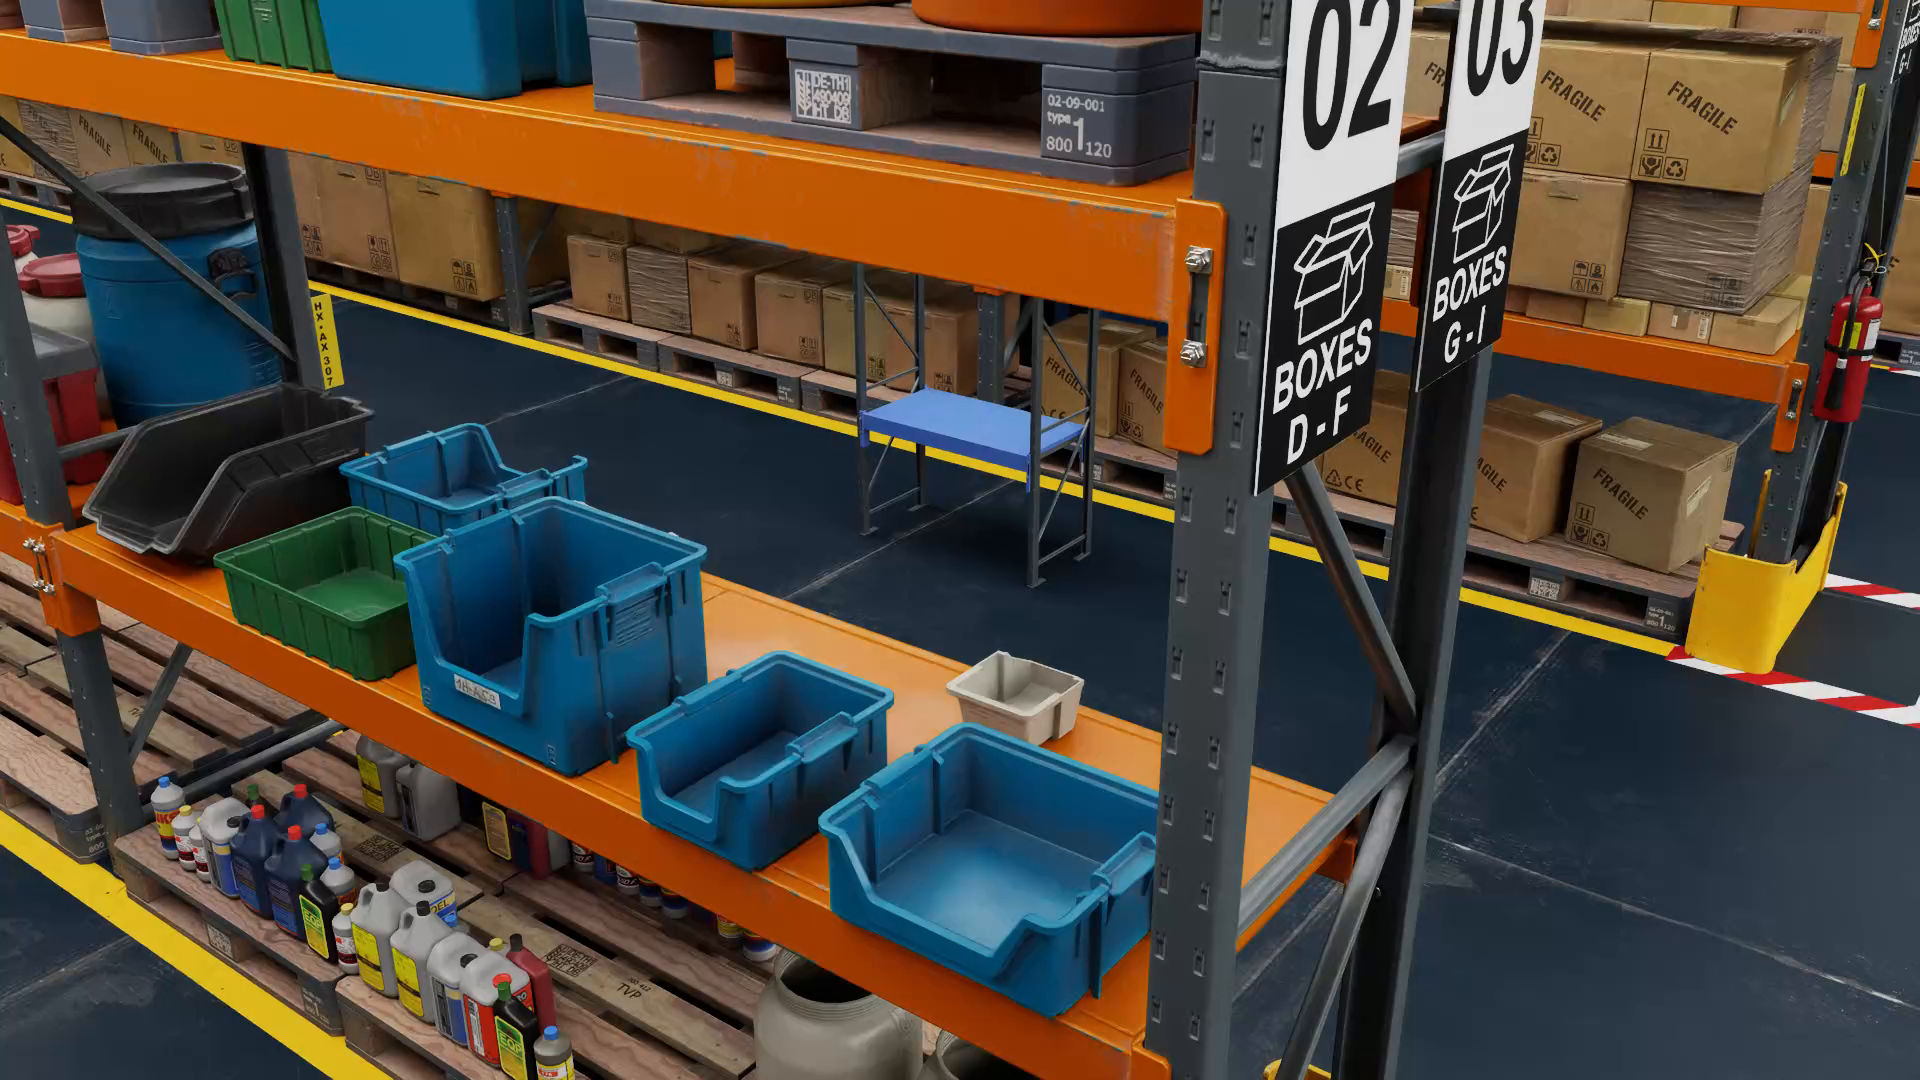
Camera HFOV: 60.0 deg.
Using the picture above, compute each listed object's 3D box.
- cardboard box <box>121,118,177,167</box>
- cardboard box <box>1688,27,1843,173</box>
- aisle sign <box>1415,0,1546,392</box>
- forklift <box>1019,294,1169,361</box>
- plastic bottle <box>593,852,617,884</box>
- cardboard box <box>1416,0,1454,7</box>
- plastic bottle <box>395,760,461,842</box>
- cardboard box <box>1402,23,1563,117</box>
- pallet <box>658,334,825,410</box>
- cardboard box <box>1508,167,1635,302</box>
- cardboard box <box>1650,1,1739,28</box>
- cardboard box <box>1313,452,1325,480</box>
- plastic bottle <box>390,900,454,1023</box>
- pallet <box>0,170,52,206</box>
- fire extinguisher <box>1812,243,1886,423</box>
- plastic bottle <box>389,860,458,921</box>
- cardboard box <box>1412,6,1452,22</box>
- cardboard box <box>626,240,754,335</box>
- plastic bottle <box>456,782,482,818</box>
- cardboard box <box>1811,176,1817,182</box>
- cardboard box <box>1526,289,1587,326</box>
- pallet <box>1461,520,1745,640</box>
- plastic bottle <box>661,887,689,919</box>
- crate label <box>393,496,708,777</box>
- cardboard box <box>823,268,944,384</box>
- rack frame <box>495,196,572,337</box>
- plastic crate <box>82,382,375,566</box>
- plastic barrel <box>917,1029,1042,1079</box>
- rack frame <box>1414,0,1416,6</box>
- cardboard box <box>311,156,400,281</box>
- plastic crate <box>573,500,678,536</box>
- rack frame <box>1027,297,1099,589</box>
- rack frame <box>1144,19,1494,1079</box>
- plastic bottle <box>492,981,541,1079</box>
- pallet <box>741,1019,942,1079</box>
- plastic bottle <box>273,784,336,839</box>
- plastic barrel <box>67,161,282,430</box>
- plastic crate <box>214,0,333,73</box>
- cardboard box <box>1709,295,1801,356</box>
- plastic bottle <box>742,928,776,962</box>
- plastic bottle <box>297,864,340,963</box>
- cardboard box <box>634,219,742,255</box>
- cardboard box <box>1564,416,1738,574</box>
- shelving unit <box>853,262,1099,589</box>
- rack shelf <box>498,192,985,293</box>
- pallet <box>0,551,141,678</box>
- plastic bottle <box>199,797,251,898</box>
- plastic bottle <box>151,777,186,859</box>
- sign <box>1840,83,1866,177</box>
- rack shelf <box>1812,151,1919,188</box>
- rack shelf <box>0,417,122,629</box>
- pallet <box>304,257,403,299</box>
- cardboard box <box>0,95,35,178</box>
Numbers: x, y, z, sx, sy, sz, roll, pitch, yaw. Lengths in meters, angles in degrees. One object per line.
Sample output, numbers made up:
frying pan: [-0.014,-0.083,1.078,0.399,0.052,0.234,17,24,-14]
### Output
cardboard box: [-6.442,-3.317,14.172,0.875,0.875,0.875,17,29,33]
cardboard box: [3.364,-1.870,7.041,0.500,0.500,0.500,17,29,33]
aisle sign: [0.903,-0.679,2.846,0.004,0.787,0.394,17,29,33]
forklift: [0.526,-2.684,10.706,3.031,2.935,1.130,16,29,32]
plastic bottle: [-1.110,0.940,5.234,0.097,0.271,0.097,0,24,0]
cardboard box: [3.770,-4.015,12.118,0.550,0.550,0.875,17,29,33]
plastic bottle: [-1.758,0.829,5.481,0.135,0.276,0.152,17,29,33]
cardboard box: [2.250,-1.943,7.207,0.500,0.500,0.500,17,29,33]
pallet: [-1.165,-1.184,10.675,1.213,0.211,1.003,17,29,33]
cardboard box: [2.745,-1.416,7.250,0.500,0.500,0.875,17,29,33]
cardboard box: [5.058,-3.619,11.219,0.500,0.550,0.875,17,29,33]
cardboard box: [1.743,-0.655,8.595,0.500,0.500,0.500,14,27,29]
plastic bottle: [-1.494,1.154,4.650,0.185,0.351,0.144,18,30,35]
pallet: [-8.476,-3.435,15.784,1.213,0.211,1.003,17,29,33]
fire extinguisher: [3.456,-0.798,6.437,0.183,0.674,0.296,17,29,33]
plastic bottle: [-1.574,1.090,4.889,0.135,0.276,0.152,17,29,33]
cardboard box: [2.163,-2.233,7.864,0.500,0.500,0.500,17,29,33]
cardboard box: [-1.761,-1.716,10.979,0.500,0.500,0.700,14,27,29]
plastic bottle: [-1.689,0.741,5.588,0.185,0.351,0.144,15,28,31]
cardboard box: [5.408,-2.160,11.547,0.875,0.875,0.875,16,29,32]
cardboard box: [2.667,-1.067,7.263,0.250,0.149,0.380,17,29,33]
pallet: [2.951,0.040,7.897,1.213,0.211,1.003,17,29,33]
plastic bottle: [-0.868,1.014,5.068,0.097,0.271,0.097,0,24,0]
crate label: [-0.965,0.214,4.000,0.616,0.435,0.502,17,29,33]
cardboard box: [-0.409,-1.311,10.061,0.500,0.500,0.700,17,29,33]
rack frame: [-2.761,-2.944,11.212,0.127,3.000,1.000,17,29,33]
plastic crate: [-2.188,-0.183,5.022,0.504,0.338,0.767,17,29,33]
plastic barrel: [0.098,1.400,3.917,0.421,0.512,0.421,0,24,0]
rack frame: [3.495,-3.553,12.593,0.127,3.000,1.000,17,29,33]
cardboard box: [-4.009,-2.556,12.445,0.875,0.875,1.225,17,29,33]
plastic crate: [-1.080,0.053,4.738,0.437,0.136,0.530,17,29,33]
rack frame: [0.475,-0.543,7.622,0.032,1.500,0.500,17,29,33]
rack frame: [0.670,0.588,3.195,0.127,3.000,1.000,17,29,33]
plastic bottle: [-1.167,1.305,4.391,0.133,0.283,0.061,18,29,35]
pallet: [-0.066,1.663,4.214,1.213,0.211,1.003,17,29,33]
plastic bottle: [-2.047,0.914,5.194,0.185,0.351,0.144,17,29,33]
plastic barrel: [-2.658,-0.800,5.723,0.708,0.901,0.600,17,29,33]
plastic crate: [-1.432,-1.185,3.763,0.450,0.188,0.336,17,29,33]
cardboard box: [3.289,-0.897,6.878,0.250,0.149,0.380,17,29,33]
plastic bottle: [-0.594,1.096,4.879,0.097,0.271,0.097,0,24,0]
plastic bottle: [-1.876,1.091,4.877,0.133,0.283,0.061,18,30,36]
cardboard box: [-1.776,-2.068,10.847,0.500,0.250,0.500,21,31,39]
cardboard box: [3.151,-0.214,7.596,0.500,0.500,0.500,-20,31,-38]
shelving unit: [0.068,-0.666,7.901,1.048,1.500,0.538,17,29,33]
rack shelf: [-1.161,-2.131,10.260,4.000,0.370,1.077,17,29,33]
pallet: [-4.163,0.425,7.024,1.213,0.211,1.003,17,29,33]
plastic bottle: [-2.264,0.954,5.197,0.135,0.276,0.152,18,30,35]
plastic bottle: [-2.539,0.887,5.356,0.097,0.271,0.097,0,24,0]
sign: [3.292,-1.510,6.129,0.005,0.325,0.100,17,29,33]
rack shelf: [5.096,-2.740,11.641,4.000,0.370,1.077,17,29,33]
rack shelf: [-4.131,-0.533,6.633,4.000,0.370,1.077,17,29,33]
pallet: [-4.319,-2.178,12.932,1.213,0.211,1.003,17,29,33]
cardboard box: [-8.602,-3.970,15.654,0.875,0.875,0.875,17,29,33]
